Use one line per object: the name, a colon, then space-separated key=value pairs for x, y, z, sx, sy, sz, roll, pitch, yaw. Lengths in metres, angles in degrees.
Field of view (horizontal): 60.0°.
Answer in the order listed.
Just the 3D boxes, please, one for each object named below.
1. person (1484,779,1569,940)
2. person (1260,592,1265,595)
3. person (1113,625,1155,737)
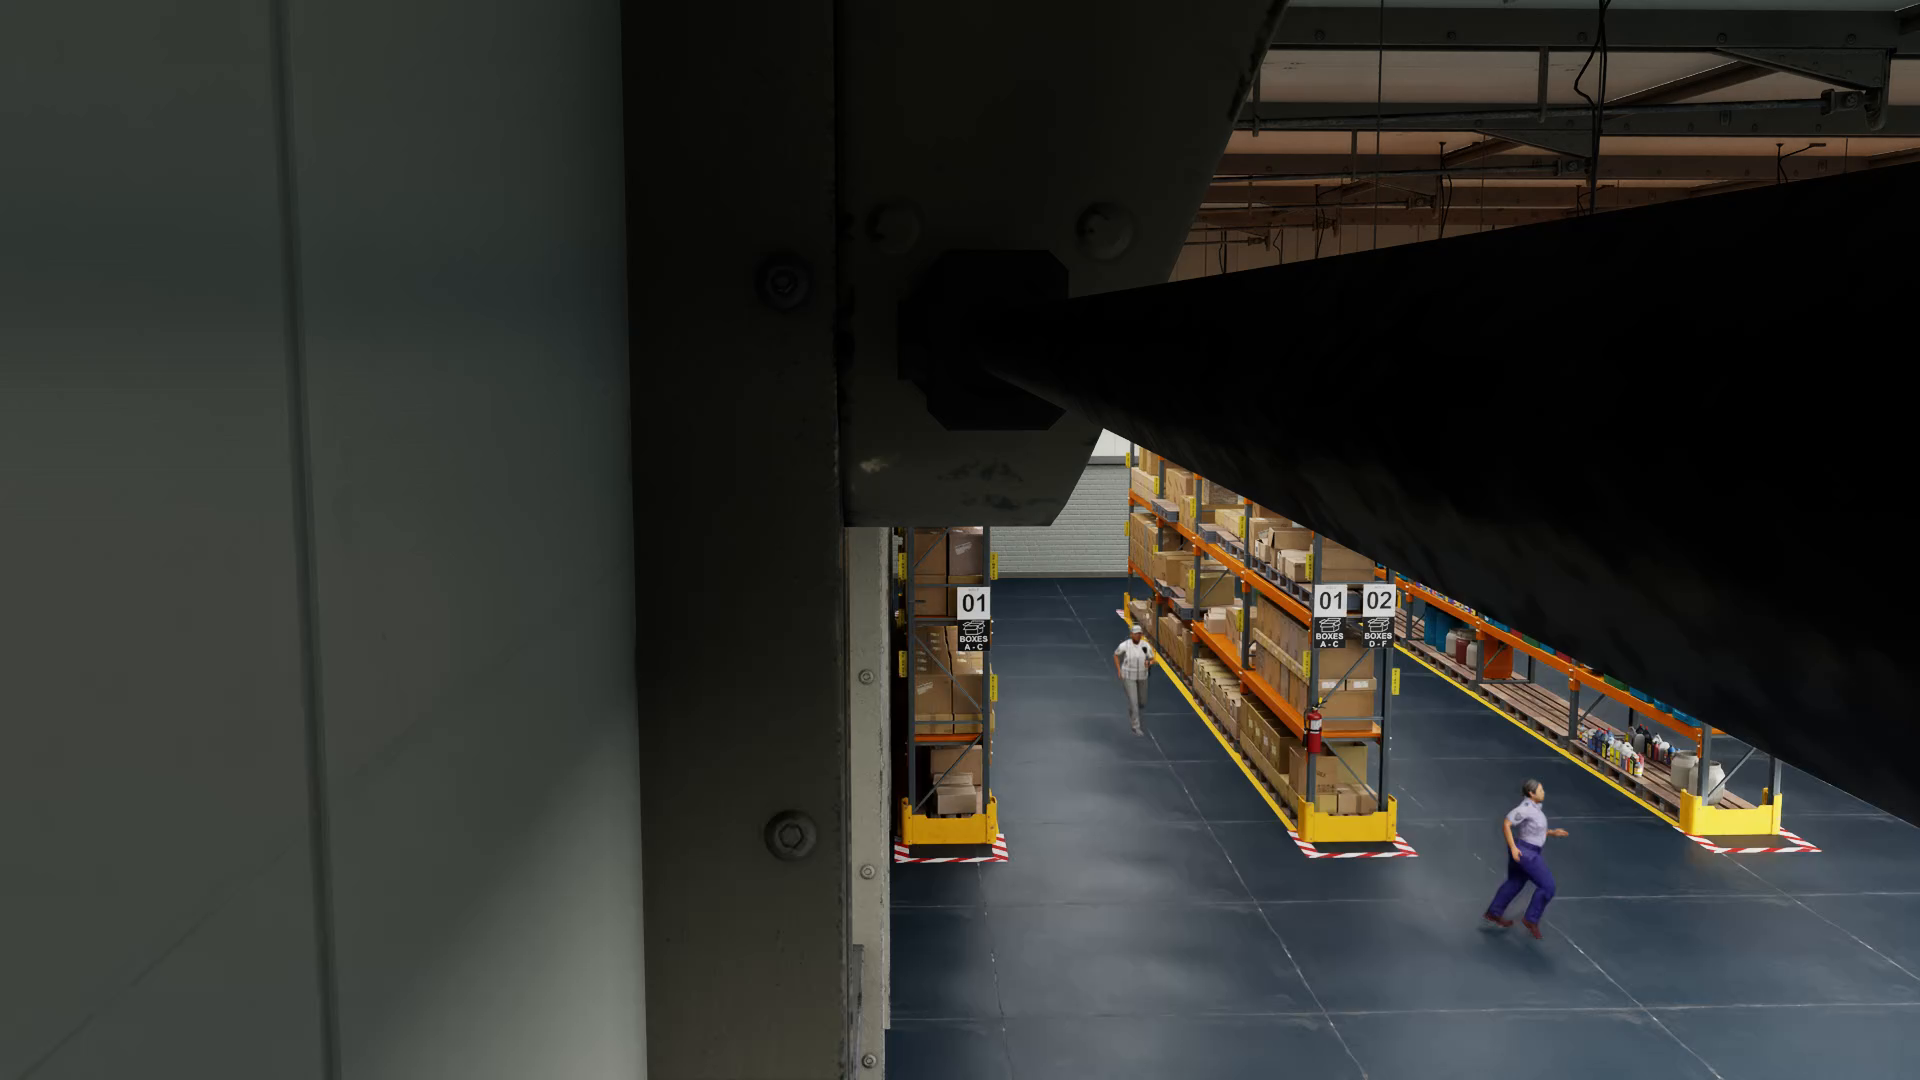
person: x=5.918 y=3.323 z=17.339 sx=0.788 sy=1.678 sz=0.570 roll=2 pitch=8 yaw=17
person: x=6.325 y=1.068 z=34.309 sx=0.671 sy=1.758 sz=0.762 roll=-2 pitch=7 yaw=-12
person: x=2.649 y=2.091 z=25.211 sx=0.610 sy=1.644 sz=0.855 roll=-1 pitch=7 yaw=-10
